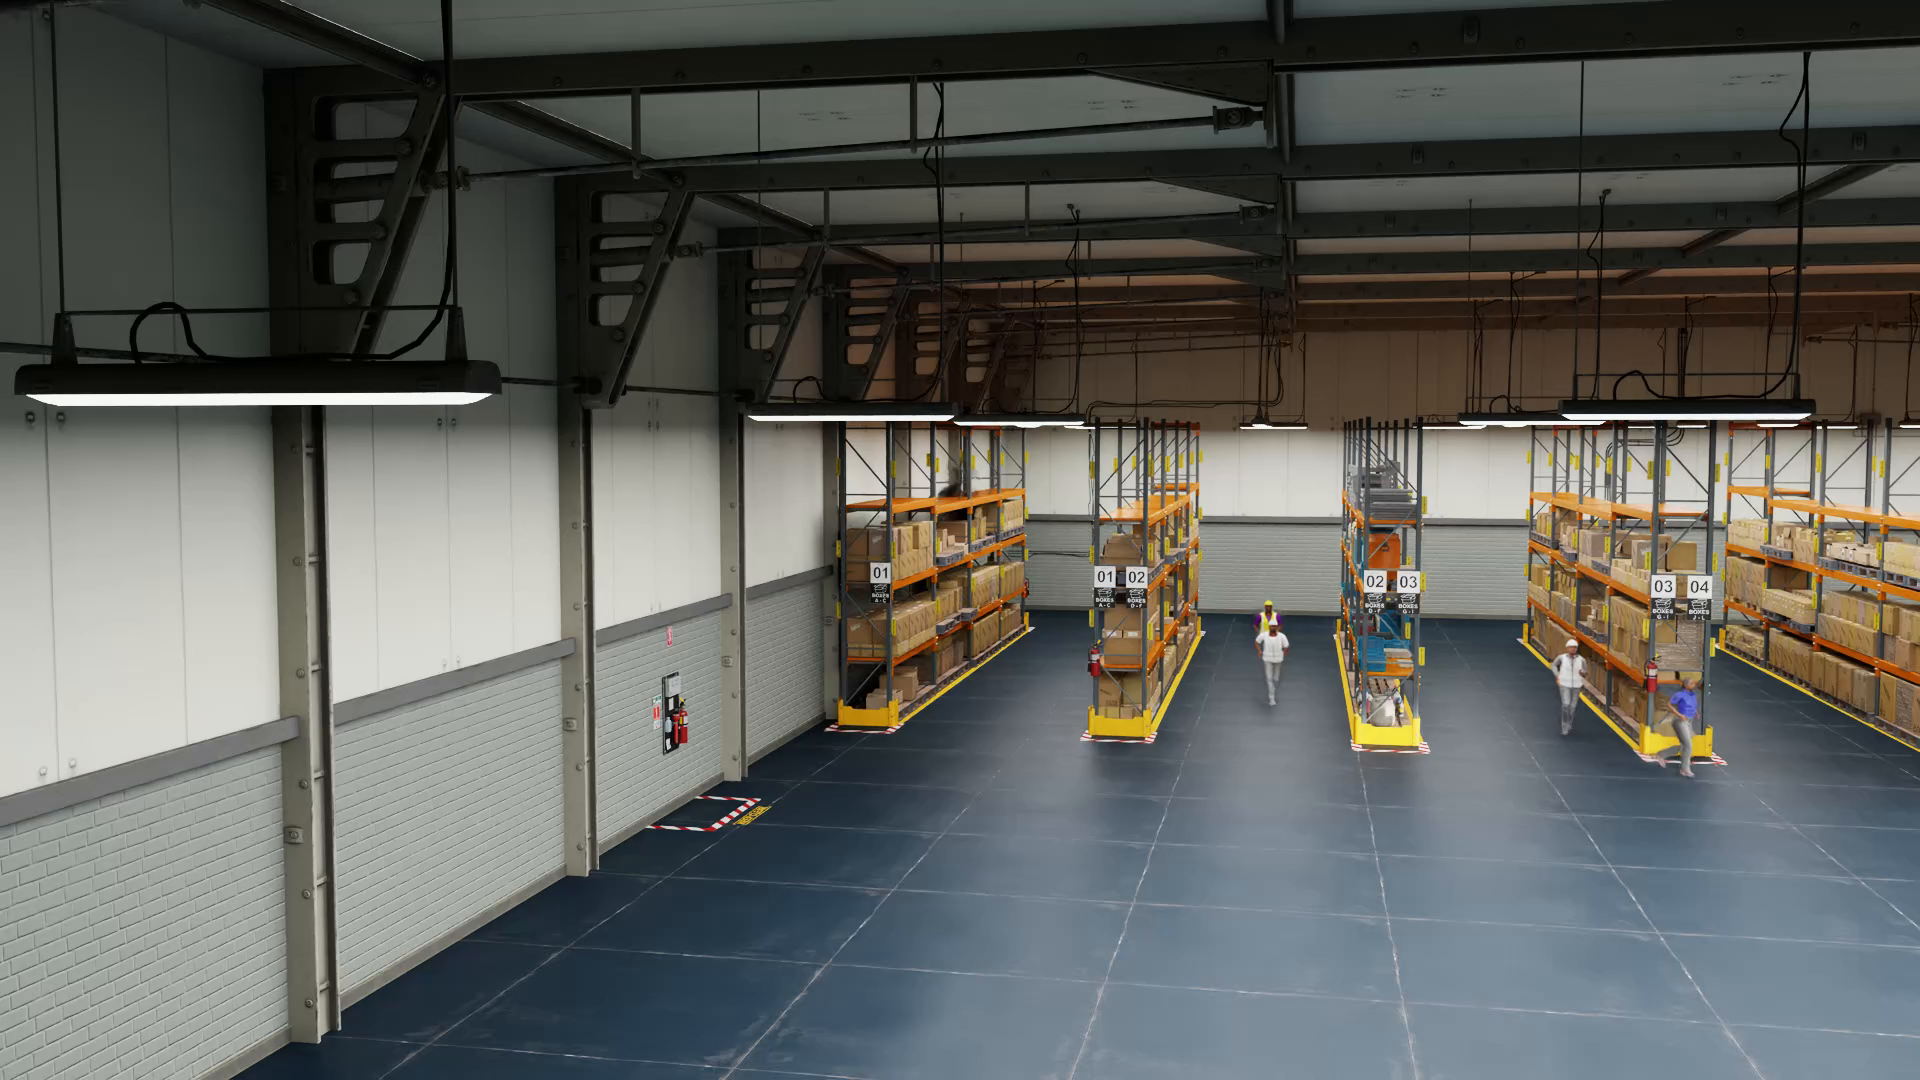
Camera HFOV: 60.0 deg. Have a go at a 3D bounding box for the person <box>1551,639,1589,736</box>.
[{"bbox_3d":[11.590,2.799,31.563,0.638,1.833,0.777,0,4,7],"label":"person"}]

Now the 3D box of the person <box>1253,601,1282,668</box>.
[{"bbox_3d":[7.323,2.298,39.538,0.697,1.717,0.609,0,4,5],"label":"person"}]

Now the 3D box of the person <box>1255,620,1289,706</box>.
[{"bbox_3d":[6.601,2.560,35.124,0.700,1.773,0.968,0,4,3],"label":"person"}]

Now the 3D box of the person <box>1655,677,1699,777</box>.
[{"bbox_3d":[12.152,3.123,27.982,0.617,1.640,0.763,-2,4,-34],"label":"person"}]
